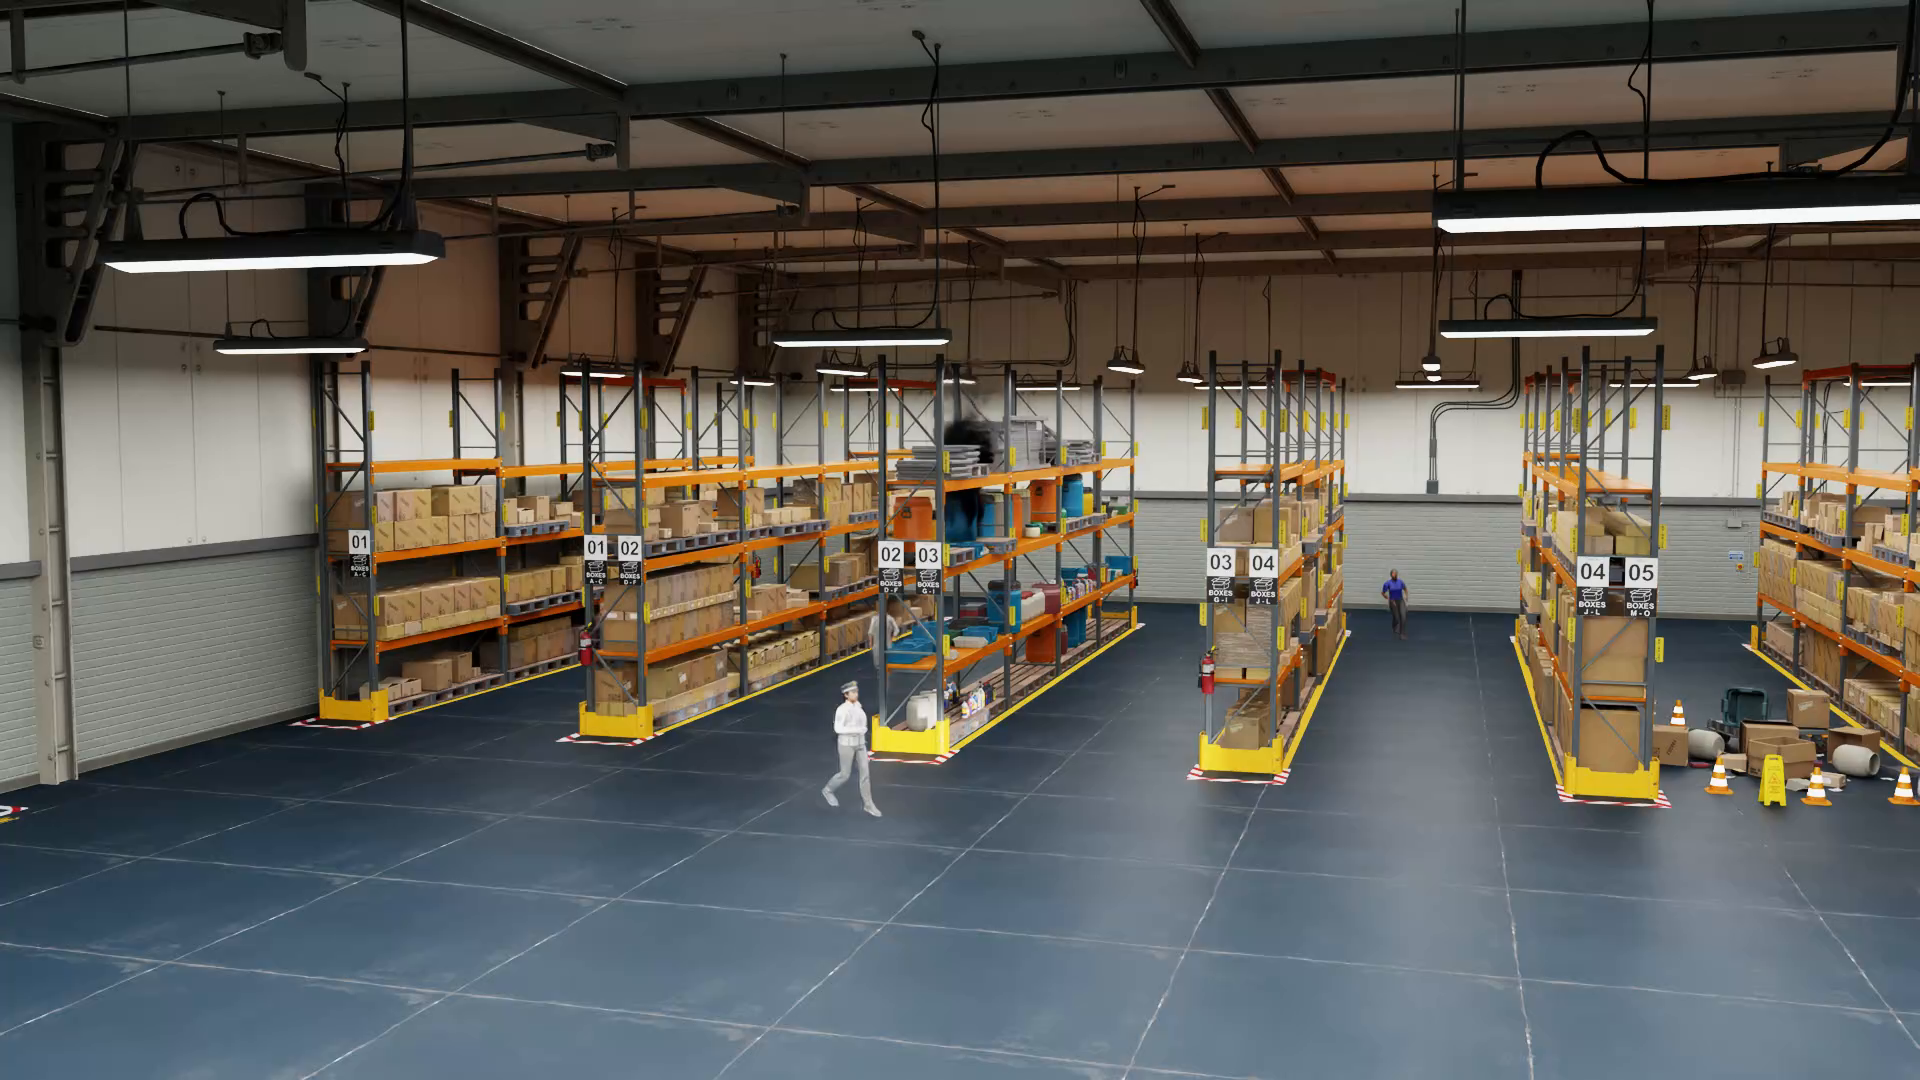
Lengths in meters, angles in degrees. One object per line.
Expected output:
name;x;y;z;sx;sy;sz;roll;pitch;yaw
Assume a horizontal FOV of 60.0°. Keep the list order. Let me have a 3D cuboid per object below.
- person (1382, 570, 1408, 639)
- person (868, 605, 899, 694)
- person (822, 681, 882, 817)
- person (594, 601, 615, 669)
person;10.050;1.470;38.426;0.608;1.592;0.628;0;4;-5
person;-1.342;1.870;28.957;0.536;1.584;0.583;1;4;8
person;-1.378;2.624;21.130;0.920;1.701;0.612;3;5;39
person;-6.377;1.995;29.864;0.681;1.796;0.774;1;4;17
